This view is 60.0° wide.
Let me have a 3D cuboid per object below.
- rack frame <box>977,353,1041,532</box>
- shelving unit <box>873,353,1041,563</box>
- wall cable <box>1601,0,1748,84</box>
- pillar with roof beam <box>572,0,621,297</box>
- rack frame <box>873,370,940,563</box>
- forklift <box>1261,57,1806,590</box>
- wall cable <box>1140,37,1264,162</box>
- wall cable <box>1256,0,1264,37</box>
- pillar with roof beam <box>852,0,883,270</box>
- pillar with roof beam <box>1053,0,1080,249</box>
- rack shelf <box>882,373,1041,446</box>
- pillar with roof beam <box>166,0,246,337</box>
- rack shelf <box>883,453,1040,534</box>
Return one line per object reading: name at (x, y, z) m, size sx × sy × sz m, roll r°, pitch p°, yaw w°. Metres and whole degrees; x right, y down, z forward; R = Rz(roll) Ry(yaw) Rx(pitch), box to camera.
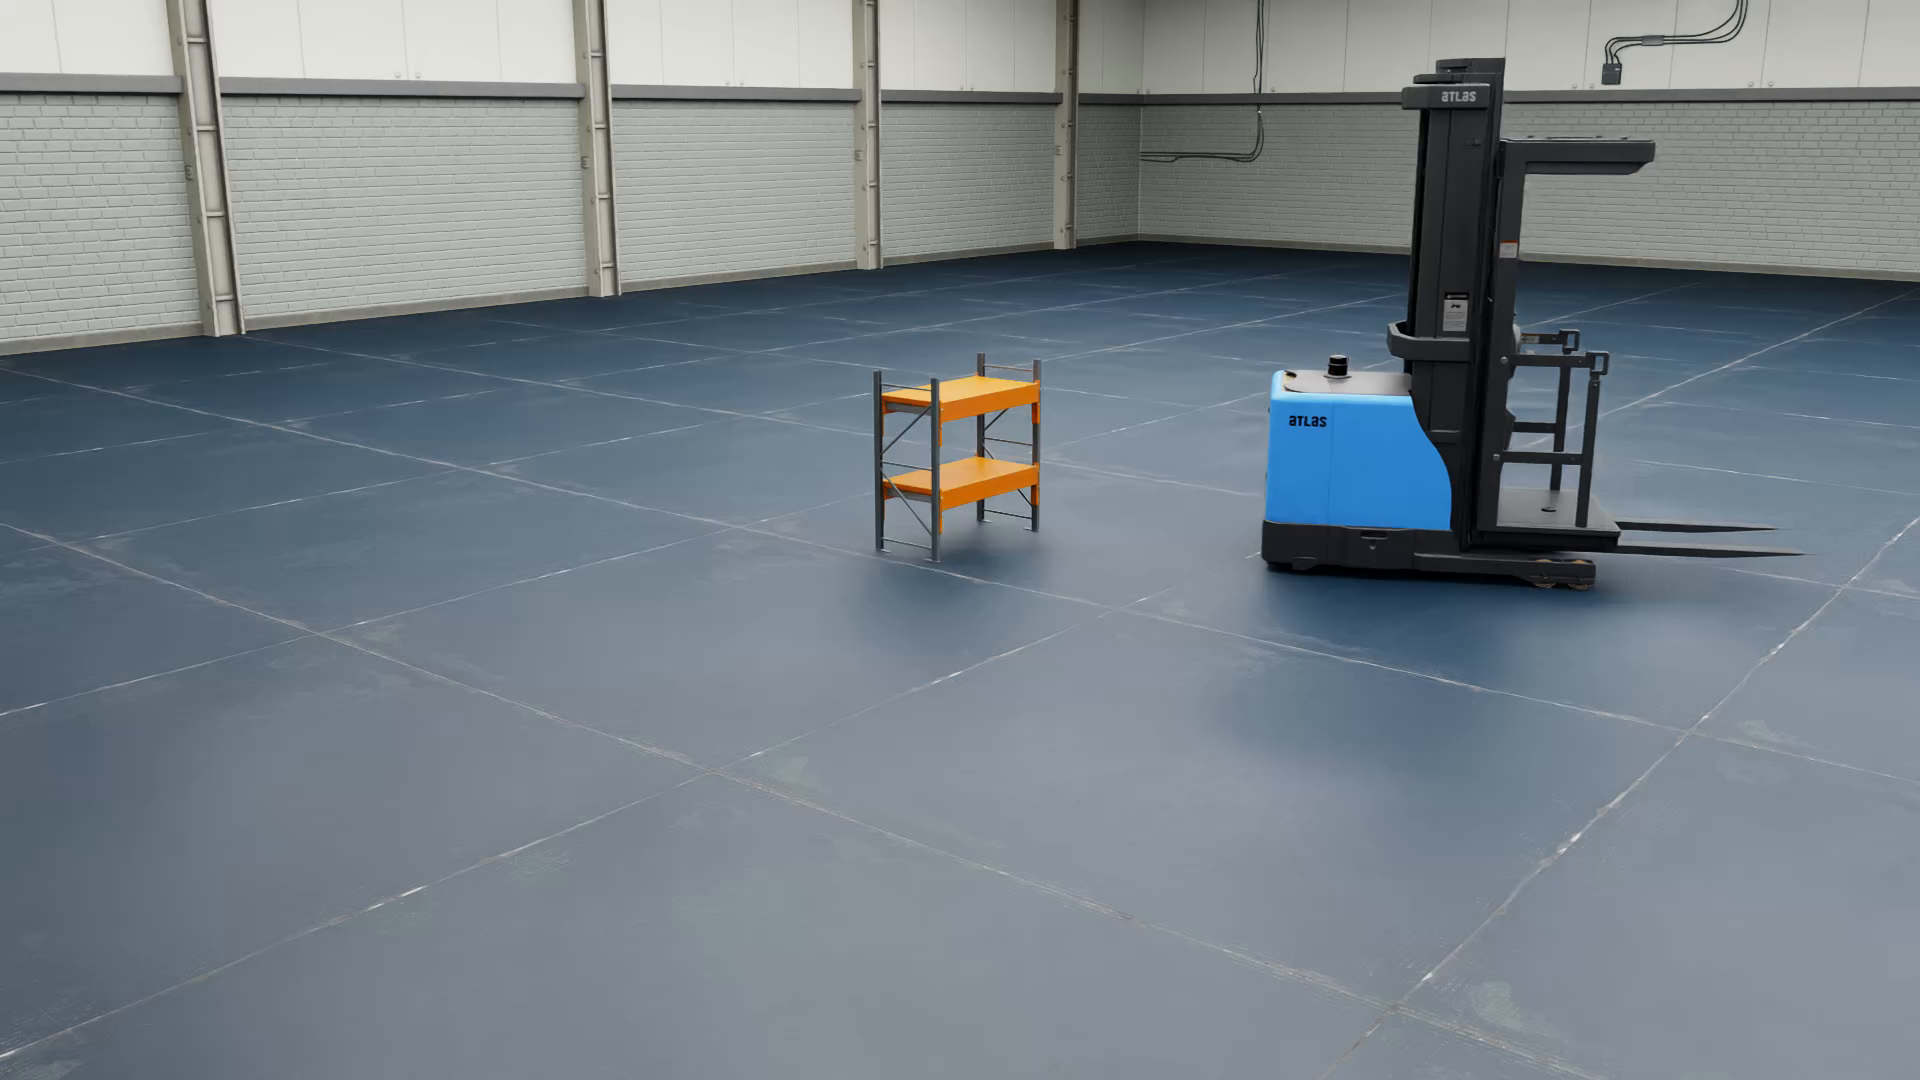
rack frame at (0.315, -0.641, 10.863) m, size 0.500 × 1.125 × 0.032 m, roll 11°, pitch 18°, yaw 38°
shelving unit at (-0.004, -0.544, 10.479) m, size 0.538 × 1.125 × 1.048 m, roll 11°, pitch 18°, yaw 38°
wall cable at (12.405, -10.908, 28.377) m, size 2.305 × 6.003 × 0.169 m, roll 11°, pitch 18°, yaw 38°
pillar with roof beam at (-2.043, -7.408, 21.506) m, size 9.100 × 9.000 × 0.400 m, roll 11°, pitch 18°, yaw 38°
rack frame at (-0.324, -0.447, 10.096) m, size 0.500 × 1.125 × 0.032 m, roll 11°, pitch 18°, yaw 38°
forklift at (3.364, -1.278, 9.701) m, size 3.031 × 2.935 × 1.130 m, roll 3°, pitch 15°, yaw 11°
wall cable at (5.031, -9.227, 34.973) m, size 3.097 × 2.526 × 0.112 m, roll 11°, pitch 18°, yaw 38°
wall cable at (7.135, -11.256, 32.703) m, size 3.097 × 2.526 × 0.112 m, roll 11°, pitch 18°, yaw 38°
pillar with roof beam at (1.728, -8.557, 26.029) m, size 9.100 × 9.000 × 0.400 m, roll 11°, pitch 18°, yaw 38°
pillar with roof beam at (5.499, -9.706, 30.553) m, size 9.100 × 9.000 × 0.400 m, roll 11°, pitch 18°, yaw 38°
rack shelf at (-0.004, -0.828, 10.407) m, size 0.538 × 0.278 × 1.000 m, roll 11°, pitch 18°, yaw 38°
pillar with roof beam at (-5.814, -6.259, 16.983) m, size 9.100 × 9.000 × 0.400 m, roll 11°, pitch 18°, yaw 38°
rack shelf at (-0.004, -0.307, 10.540) m, size 0.538 × 0.278 × 1.000 m, roll 11°, pitch 18°, yaw 38°
